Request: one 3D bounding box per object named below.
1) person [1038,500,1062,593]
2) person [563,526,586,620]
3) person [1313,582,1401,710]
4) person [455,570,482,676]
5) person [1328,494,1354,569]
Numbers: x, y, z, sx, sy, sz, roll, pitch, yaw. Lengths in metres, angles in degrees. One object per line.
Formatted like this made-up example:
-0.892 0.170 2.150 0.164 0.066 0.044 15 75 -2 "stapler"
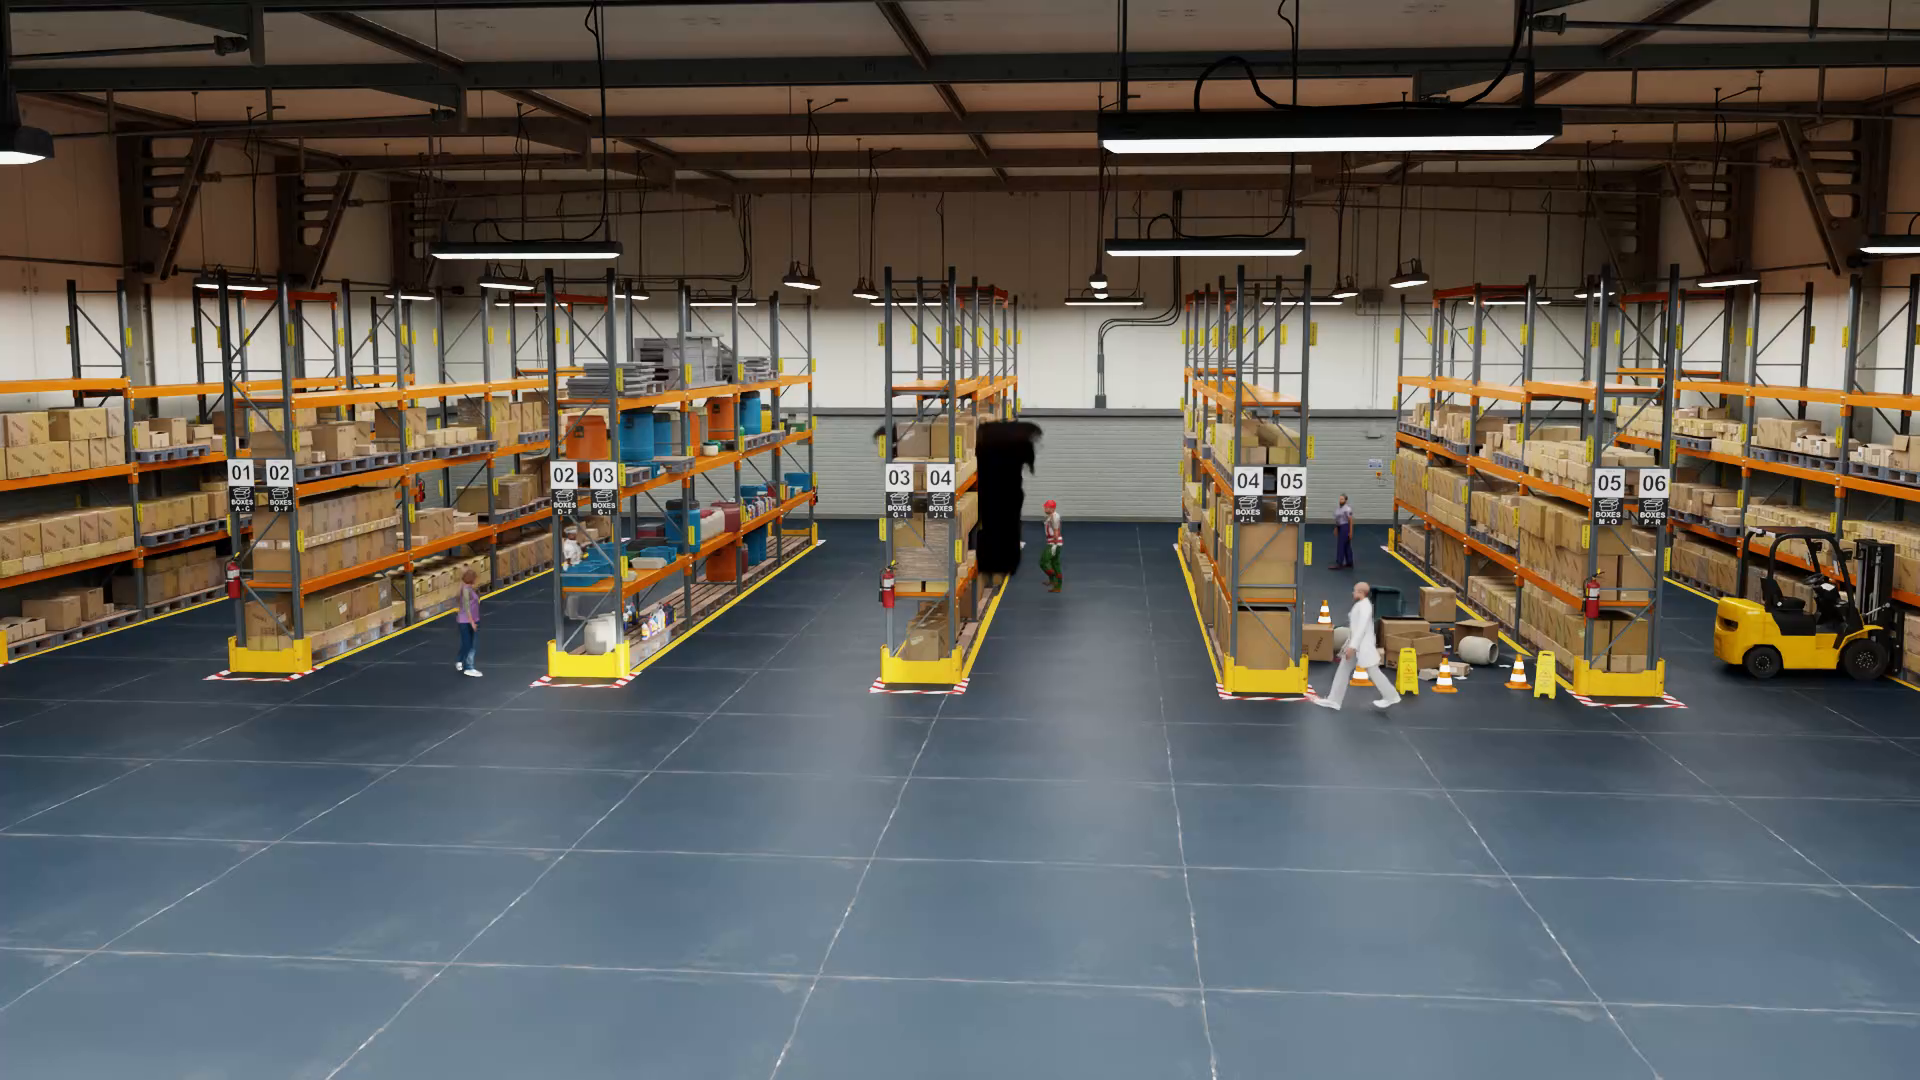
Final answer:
1.724 0.130 31.843 0.467 1.799 0.632 0 7 -1 "person"
-6.859 0.586 29.593 0.367 1.709 0.491 -2 7 -14 "person"
5.386 1.428 22.361 1.119 1.740 0.538 -2 7 -16 "person"
-7.323 1.235 24.694 0.580 1.605 0.416 3 7 20 "person"
8.291 -0.190 36.160 0.610 1.636 0.541 0 7 2 "person"
